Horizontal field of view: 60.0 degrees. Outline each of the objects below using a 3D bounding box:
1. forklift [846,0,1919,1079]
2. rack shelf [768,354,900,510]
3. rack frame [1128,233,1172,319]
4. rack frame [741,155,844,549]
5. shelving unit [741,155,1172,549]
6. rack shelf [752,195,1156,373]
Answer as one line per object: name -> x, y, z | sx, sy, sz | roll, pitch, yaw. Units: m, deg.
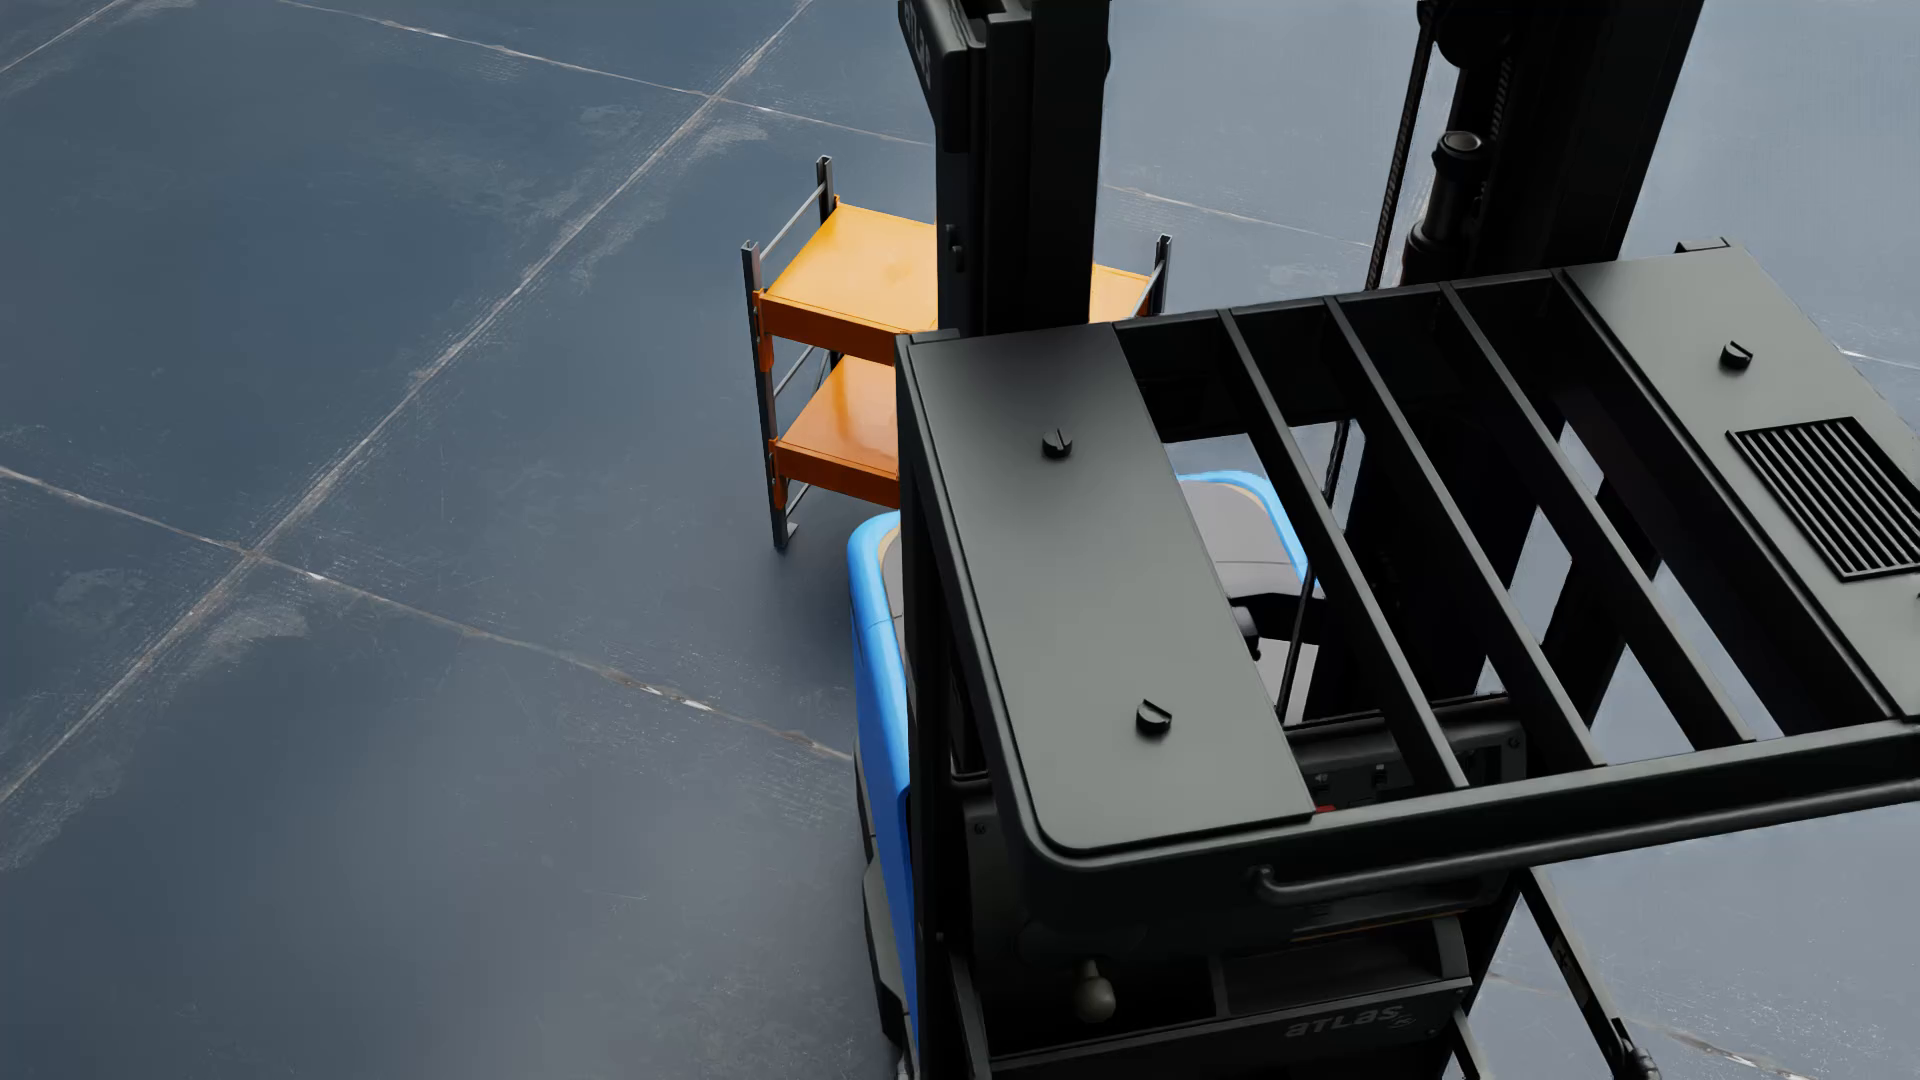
forklift -> 0.511, 0.625, 2.544 | 1.130, 2.935, 3.031 | -8, 45, -8
rack shelf -> -0.006, -0.227, 5.028 | 1.000, 0.278, 0.538 | 16, 47, 16
rack frame -> 0.463, -0.263, 4.716 | 0.032, 1.125, 0.500 | 16, 47, 16
rack frame -> -0.475, -0.539, 4.994 | 0.032, 1.125, 0.500 | 16, 47, 16
shelving unit -> -0.006, -0.401, 4.855 | 1.048, 1.125, 0.538 | 16, 47, 16
rack shelf -> -0.006, -0.608, 4.649 | 1.000, 0.278, 0.538 | 16, 47, 16
